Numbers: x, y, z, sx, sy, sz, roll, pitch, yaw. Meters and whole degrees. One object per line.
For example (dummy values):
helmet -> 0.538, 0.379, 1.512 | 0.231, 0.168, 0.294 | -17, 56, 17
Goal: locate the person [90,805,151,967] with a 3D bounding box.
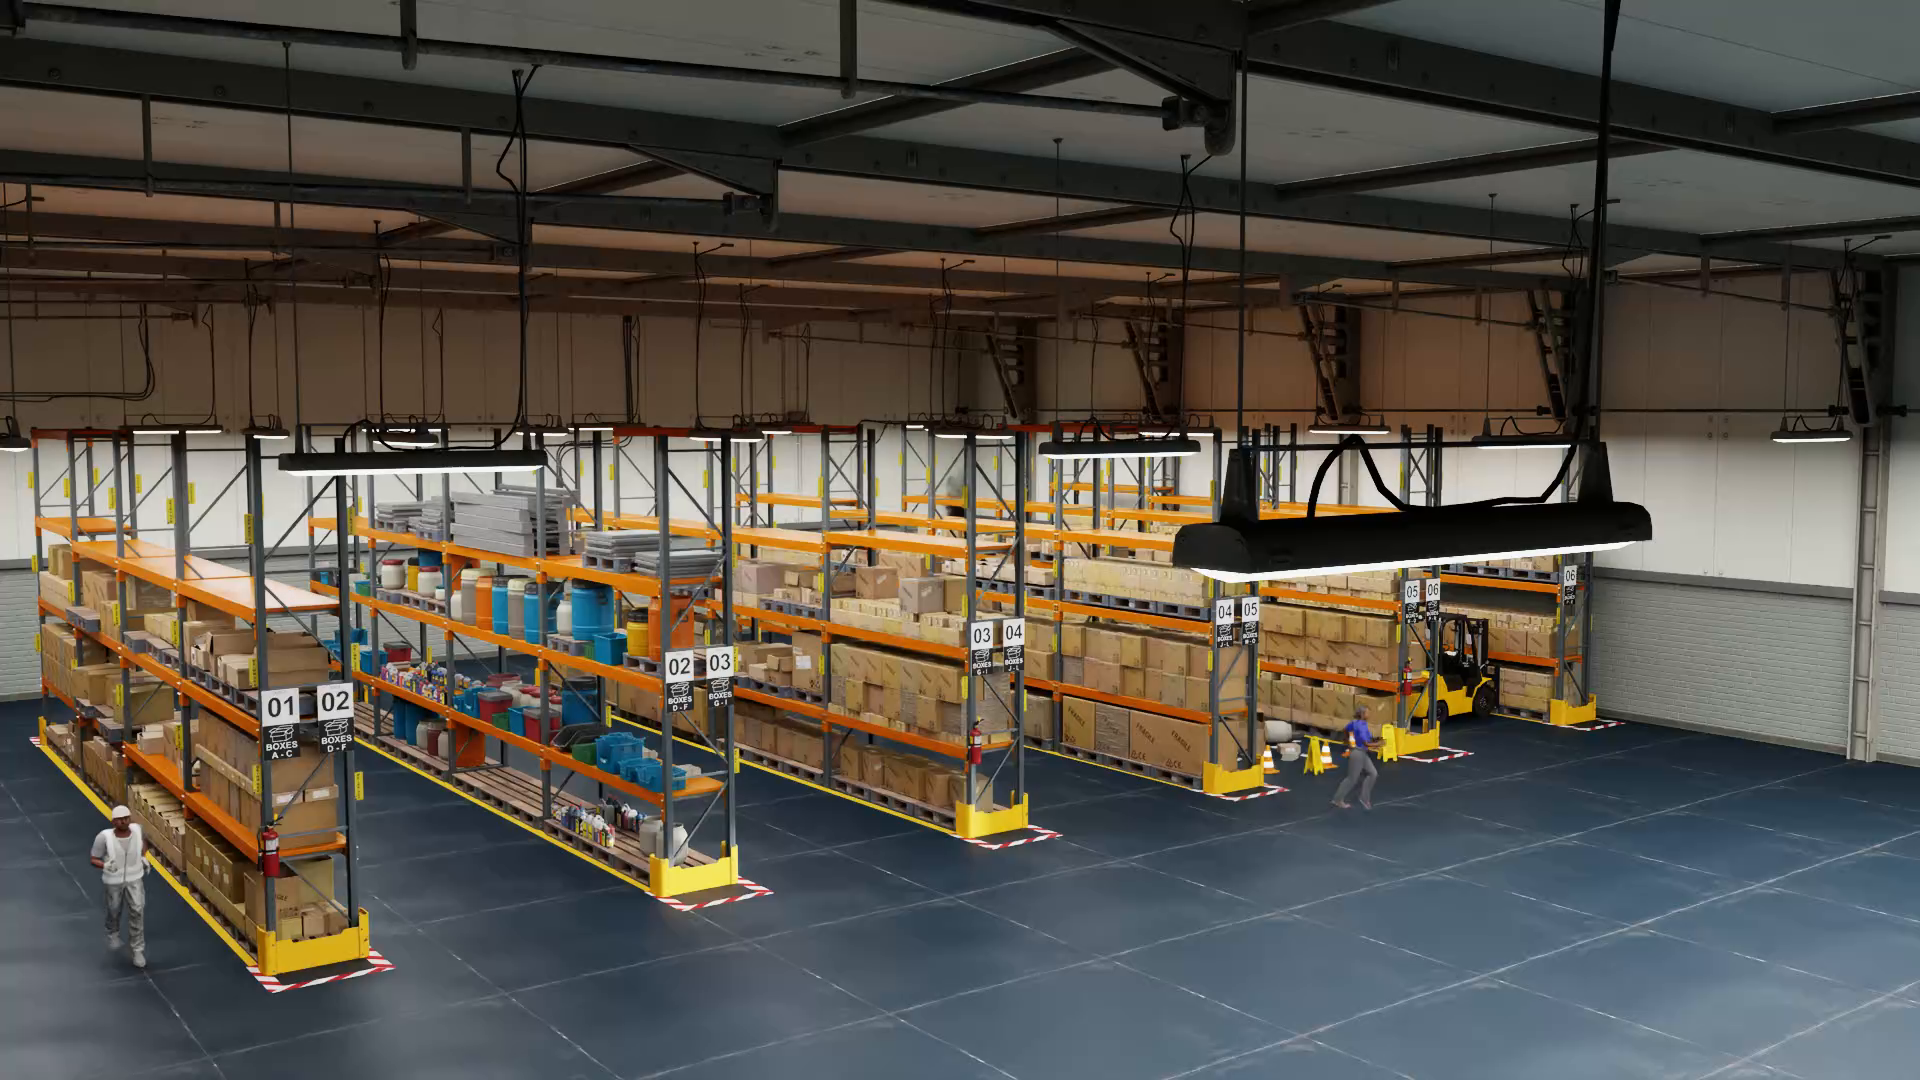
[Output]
person -> -9.639, 3.921, 19.114 | 0.632, 1.797, 0.957 | -3, 5, -34

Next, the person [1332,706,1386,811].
person -> 6.291, 3.455, 26.205 | 0.825, 1.710, 0.536 | 1, 5, 11
